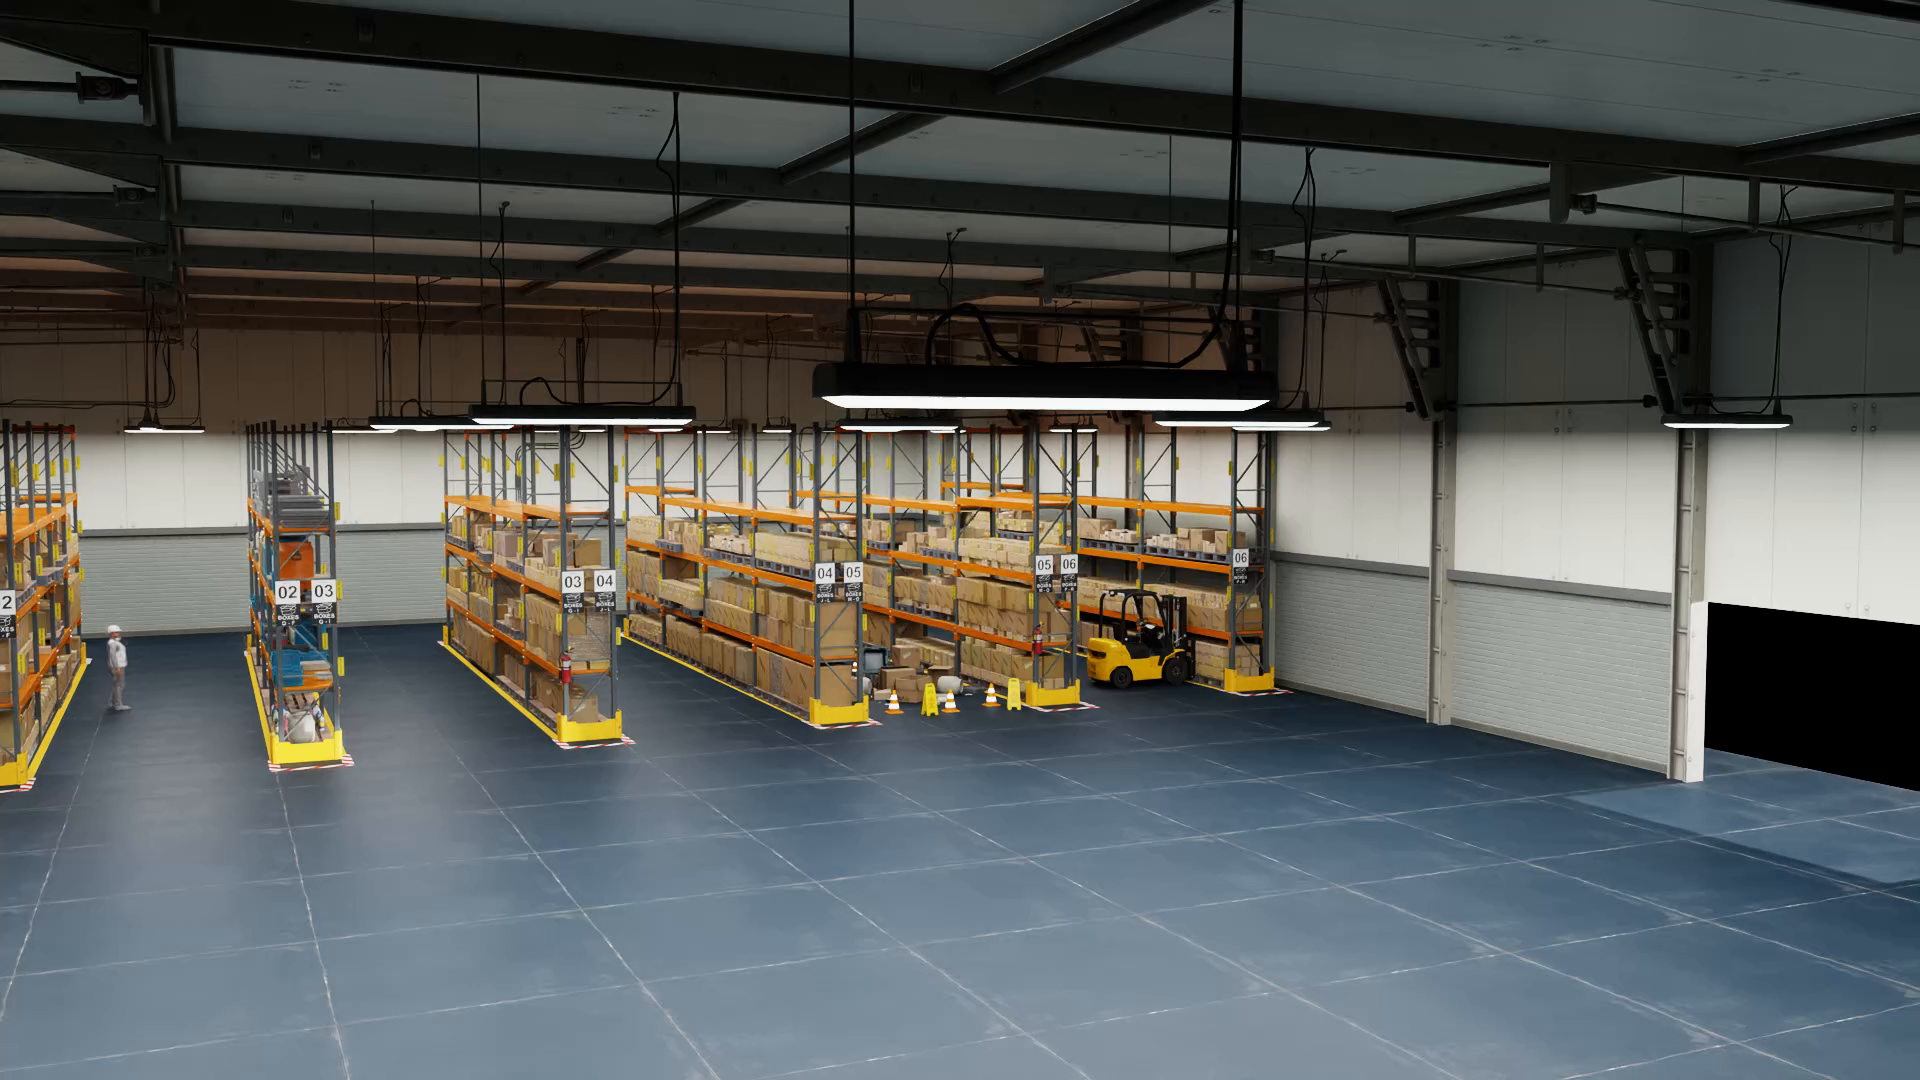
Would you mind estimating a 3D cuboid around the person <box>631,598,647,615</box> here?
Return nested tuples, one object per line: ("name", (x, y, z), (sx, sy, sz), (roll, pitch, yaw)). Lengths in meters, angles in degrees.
("person", (-9.833, 1.670, 50.790), (0.507, 1.714, 0.479), (1, 4, 19))

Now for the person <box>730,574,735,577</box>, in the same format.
("person", (-6.741, 1.833, 49.355), (0.549, 1.690, 0.362), (1, 4, 16))

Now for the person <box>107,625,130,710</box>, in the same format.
("person", (-17.611, 2.662, 34.759), (0.399, 1.785, 0.552), (-3, 4, -36))
